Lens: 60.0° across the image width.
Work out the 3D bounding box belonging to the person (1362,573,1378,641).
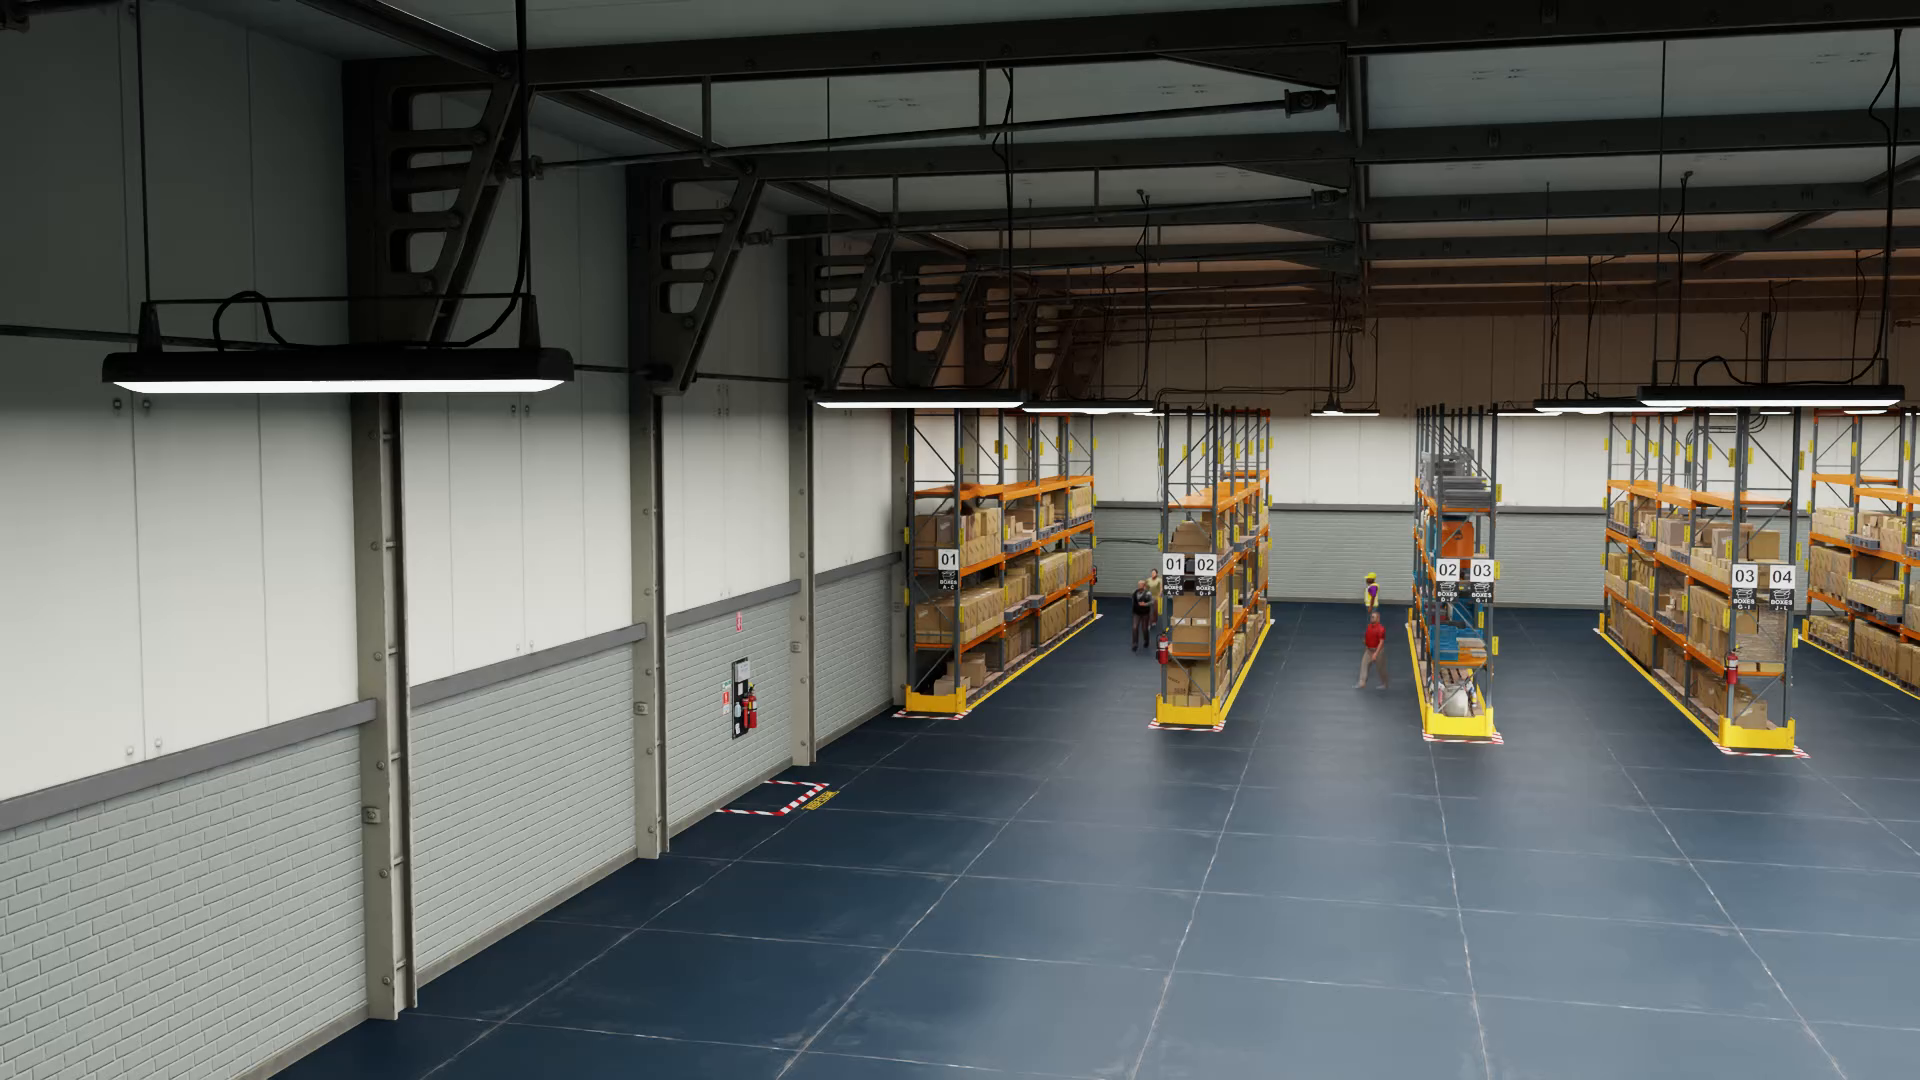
[{"bbox_3d":[10.531,1.723,42.716,0.388,1.775,0.655,1,4,13],"label":"person"}]

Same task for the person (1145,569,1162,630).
[{"bbox_3d":[5.299,1.607,45.471,0.532,1.649,0.982,1,4,13],"label":"person"}]

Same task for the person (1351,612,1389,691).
[{"bbox_3d":[8.649,2.341,34.764,1.038,1.662,0.535,-3,5,-37],"label":"person"}]

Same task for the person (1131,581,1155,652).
[{"bbox_3d":[4.515,1.878,41.117,0.633,1.765,0.829,1,4,18],"label":"person"}]
